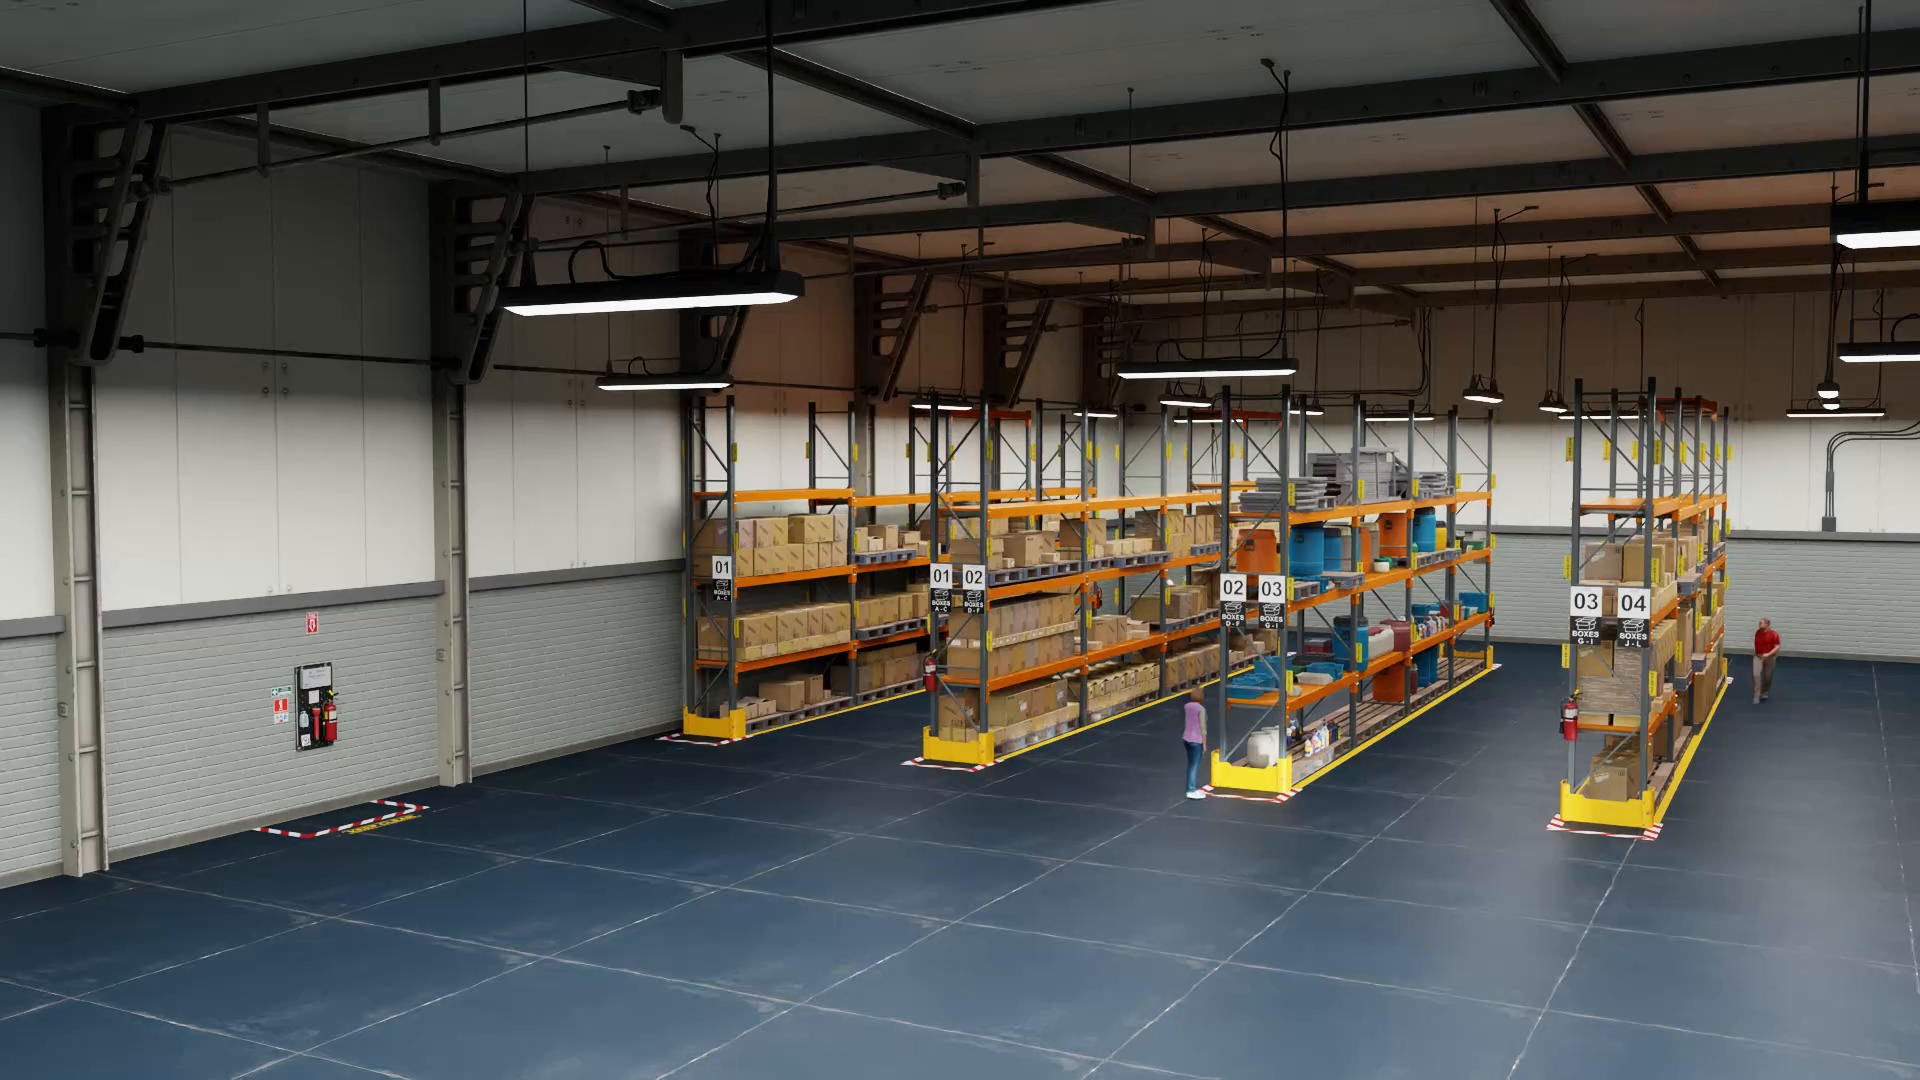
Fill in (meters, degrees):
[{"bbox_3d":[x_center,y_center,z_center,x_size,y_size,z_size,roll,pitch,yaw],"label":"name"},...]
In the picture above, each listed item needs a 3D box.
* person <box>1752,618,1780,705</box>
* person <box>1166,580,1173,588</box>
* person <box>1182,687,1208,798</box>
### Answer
[{"bbox_3d":[16.177,2.418,33.372,0.487,1.716,0.985,2,3,28],"label":"person"},{"bbox_3d":[5.287,1.883,42.529,0.560,1.717,1.032,2,4,33],"label":"person"},{"bbox_3d":[3.413,2.929,24.041,0.352,1.607,0.427,-2,3,-30],"label":"person"}]
